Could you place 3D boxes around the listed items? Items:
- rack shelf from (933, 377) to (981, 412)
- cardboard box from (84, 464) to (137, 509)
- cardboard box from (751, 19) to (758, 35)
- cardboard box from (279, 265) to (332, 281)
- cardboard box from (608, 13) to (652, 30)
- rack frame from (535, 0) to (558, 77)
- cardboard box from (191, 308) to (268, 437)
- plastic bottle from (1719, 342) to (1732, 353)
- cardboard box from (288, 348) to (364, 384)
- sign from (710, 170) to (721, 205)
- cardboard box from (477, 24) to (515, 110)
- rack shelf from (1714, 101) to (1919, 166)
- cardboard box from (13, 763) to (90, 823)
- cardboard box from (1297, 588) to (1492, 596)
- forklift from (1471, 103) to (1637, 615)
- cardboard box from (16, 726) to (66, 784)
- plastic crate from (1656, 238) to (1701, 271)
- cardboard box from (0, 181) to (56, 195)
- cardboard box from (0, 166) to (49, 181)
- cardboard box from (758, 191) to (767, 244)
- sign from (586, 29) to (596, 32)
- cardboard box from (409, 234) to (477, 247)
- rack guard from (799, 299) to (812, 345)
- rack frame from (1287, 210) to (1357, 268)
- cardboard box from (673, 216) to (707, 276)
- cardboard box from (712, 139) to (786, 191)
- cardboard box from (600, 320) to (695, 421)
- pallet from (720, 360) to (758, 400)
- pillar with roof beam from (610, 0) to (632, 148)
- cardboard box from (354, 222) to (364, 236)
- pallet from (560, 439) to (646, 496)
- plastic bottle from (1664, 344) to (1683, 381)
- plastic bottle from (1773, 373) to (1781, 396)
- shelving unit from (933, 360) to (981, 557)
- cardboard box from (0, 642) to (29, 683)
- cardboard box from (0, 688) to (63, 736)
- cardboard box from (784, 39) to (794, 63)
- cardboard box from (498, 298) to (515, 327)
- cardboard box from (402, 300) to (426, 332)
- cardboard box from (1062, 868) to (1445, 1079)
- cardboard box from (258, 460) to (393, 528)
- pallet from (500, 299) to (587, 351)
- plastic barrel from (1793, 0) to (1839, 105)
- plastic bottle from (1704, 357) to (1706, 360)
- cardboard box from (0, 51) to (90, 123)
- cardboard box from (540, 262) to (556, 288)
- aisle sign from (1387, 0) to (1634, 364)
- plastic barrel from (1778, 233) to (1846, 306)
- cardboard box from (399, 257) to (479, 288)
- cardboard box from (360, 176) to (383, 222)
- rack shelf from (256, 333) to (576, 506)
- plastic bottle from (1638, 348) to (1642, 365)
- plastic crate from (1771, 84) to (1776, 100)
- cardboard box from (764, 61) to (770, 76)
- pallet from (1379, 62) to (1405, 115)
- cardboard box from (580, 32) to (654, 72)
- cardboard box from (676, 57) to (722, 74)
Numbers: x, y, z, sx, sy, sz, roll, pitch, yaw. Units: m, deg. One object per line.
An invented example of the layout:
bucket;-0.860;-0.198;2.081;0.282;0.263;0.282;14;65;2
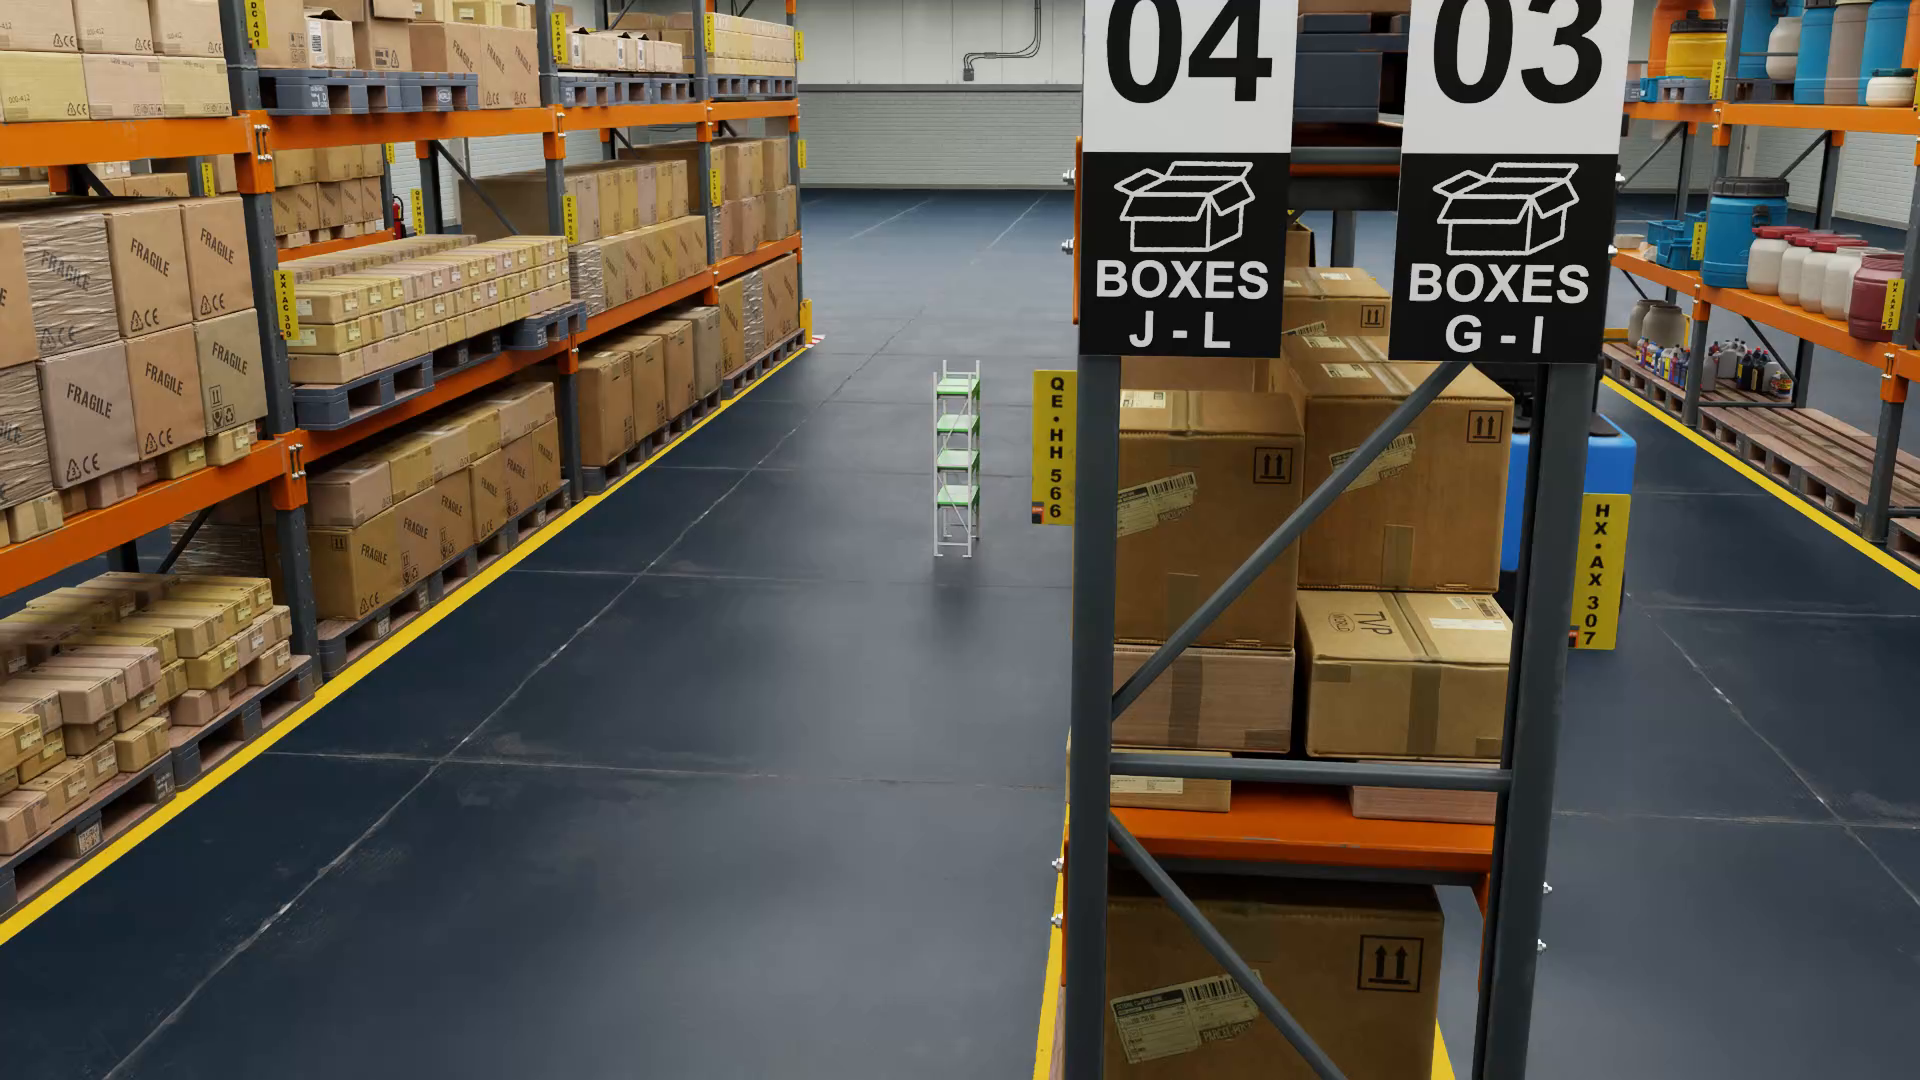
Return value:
rack shelf;-0.019;-0.938;10.738;0.258;0.148;0.480;2;15;6
cardboard box;-3.592;-0.229;6.744;0.380;0.149;0.250;1;15;4
cardboard box;-2.275;-5.223;16.942;0.380;0.149;0.250;2;15;6
cardboard box;-3.755;-1.453;9.327;0.380;0.149;0.250;1;15;4
cardboard box;-3.100;-4.848;15.556;0.380;0.149;0.250;2;15;6
rack frame;-3.276;-4.640;11.081;1.000;3.000;0.127;2;15;6
cardboard box;-3.501;-0.764;7.481;0.500;0.500;0.500;2;15;6
plastic bottle;7.637;-1.844;16.611;0.152;0.276;0.135;2;15;7
cardboard box;-3.226;-0.876;8.333;0.380;0.149;0.250;1;15;4
sign;-2.285;-3.288;15.510;0.100;0.325;0.005;2;15;6
cardboard box;-3.132;-2.954;10.403;0.500;0.500;0.500;2;15;6
rack shelf;6.788;-3.045;12.308;1.077;0.370;4.000;2;15;6
cardboard box;-3.641;0.977;6.461;0.380;0.149;0.250;2;15;6
cardboard box;1.112;0.181;4.465;0.500;0.250;0.500;2;15;6
forklift;3.411;-1.327;10.455;1.130;2.935;3.031;2;15;8
cardboard box;-3.736;0.821;6.467;0.380;0.149;0.250;2;15;9
plastic crate;6.868;-2.686;15.635;0.499;0.251;0.616;2;15;6
cardboard box;-7.756;-2.771;14.096;0.500;0.500;0.500;1;15;4
cardboard box;-8.179;-3.212;14.486;0.380;0.149;0.250;3;15;9
cardboard box;-2.599;-3.509;18.104;0.875;0.550;0.550;2;15;6
sign;-3.377;-4.533;15.290;0.100;0.325;0.005;2;15;6
cardboard box;-3.521;-1.997;11.338;0.380;0.149;0.250;2;15;6
rack guard;-2.371;-2.618;19.887;1.175;0.500;0.348;2;15;6
rack frame;1.189;-0.534;7.390;1.000;3.000;0.127;2;15;6
cardboard box;-2.618;-2.686;15.158;0.500;0.500;0.500;2;15;6
cardboard box;-2.424;-4.172;18.488;0.875;0.550;0.550;2;15;6
cardboard box;-2.918;-1.484;14.410;1.050;0.750;0.750;2;15;6
pallet;-2.661;-1.630;16.786;1.003;0.211;1.213;2;15;6
pillar with roof beam;-5.547;-14.479;47.470;9.100;9.000;0.400;2;15;6
cardboard box;-7.102;-3.579;19.132;0.380;0.149;0.250;1;15;5
pallet;-3.112;-0.600;12.976;1.003;0.211;1.213;2;15;6
plastic bottle;6.858;-1.706;15.955;0.144;0.351;0.185;2;15;6
plastic bottle;7.496;-1.421;15.187;0.097;0.201;0.097;0;15;0
shelving unit;-0.019;-0.536;10.847;0.258;1.200;0.503;2;15;6
cardboard box;-4.159;0.532;6.966;0.380;0.149;0.250;2;15;7
cardboard box;-3.720;0.682;6.412;0.380;0.149;0.250;2;15;6
cardboard box;-2.151;-5.454;18.559;0.500;0.250;0.500;2;15;7
cardboard box;-2.994;-1.418;10.337;0.380;0.149;0.250;1;15;4
cardboard box;-3.141;-1.222;9.040;0.380;0.149;0.250;1;15;4
cardboard box;0.731;1.158;4.399;0.875;0.875;0.875;2;15;6
cardboard box;-3.382;-0.248;8.881;0.500;0.250;0.500;1;15;4
pallet;-3.251;-1.463;11.194;1.213;0.211;1.003;2;15;6
plastic barrel;7.172;-4.015;13.556;0.600;0.901;0.708;2;15;6
plastic bottle;6.971;-1.588;15.663;0.152;0.276;0.135;2;15;6
cardboard box;-3.639;-1.686;6.191;0.500;0.250;0.500;2;15;6
cardboard box;-2.908;-1.758;11.024;0.380;0.149;0.250;2;15;8
aisle sign;1.028;-0.724;3.113;0.394;0.787;0.004;2;15;6
plastic barrel;6.605;-2.097;12.909;0.433;0.535;0.433;0;15;0
cardboard box;-3.054;-1.569;9.755;0.380;0.149;0.250;2;15;8
cardboard box;-7.091;-3.981;19.377;0.500;0.500;0.500;1;15;5
rack shelf;-3.502;-0.878;10.040;1.077;0.370;4.000;2;15;6
plastic bottle;6.939;-1.874;16.864;0.097;0.201;0.097;0;15;0
plastic crate;7.462;-4.210;15.644;0.336;0.188;0.450;2;15;6
cardboard box;-2.218;-4.971;17.536;0.380;0.149;0.250;2;15;7
pallet;0.946;-1.412;5.060;1.003;0.211;1.213;2;15;6
cardboard box;-2.804;-3.976;13.548;0.500;0.311;0.500;1;15;4
cardboard box;-2.446;-4.443;15.586;0.380;0.149;0.250;1;15;5
